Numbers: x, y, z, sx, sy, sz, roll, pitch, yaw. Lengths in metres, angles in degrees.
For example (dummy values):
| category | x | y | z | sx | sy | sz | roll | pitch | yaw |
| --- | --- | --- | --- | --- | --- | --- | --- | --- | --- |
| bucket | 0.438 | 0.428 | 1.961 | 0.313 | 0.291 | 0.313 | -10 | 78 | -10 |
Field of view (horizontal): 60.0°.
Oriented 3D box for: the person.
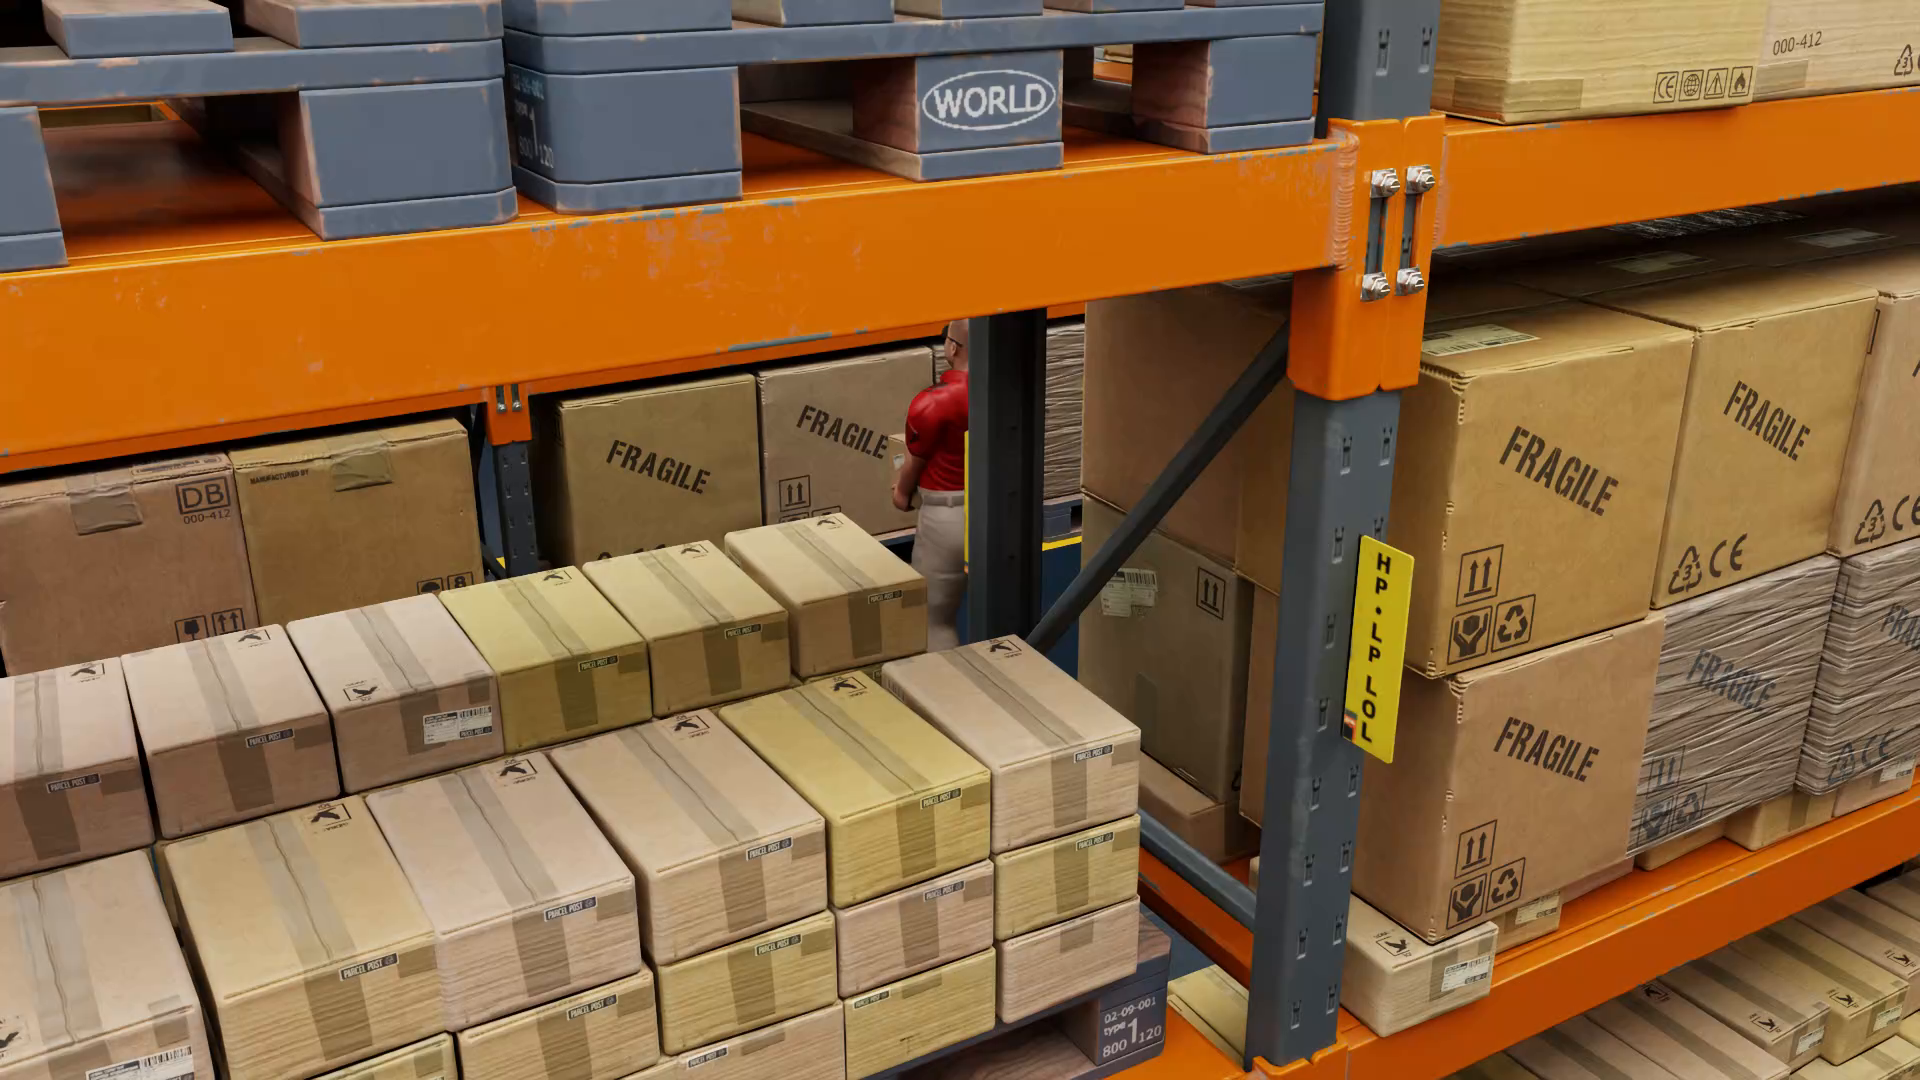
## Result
| category | x | y | z | sx | sy | sz | roll | pitch | yaw |
| --- | --- | --- | --- | --- | --- | --- | --- | --- | --- |
| person | -0.030 | -0.072 | 6.307 | 0.493 | 1.712 | 0.537 | -12 | 25 | -28 |
